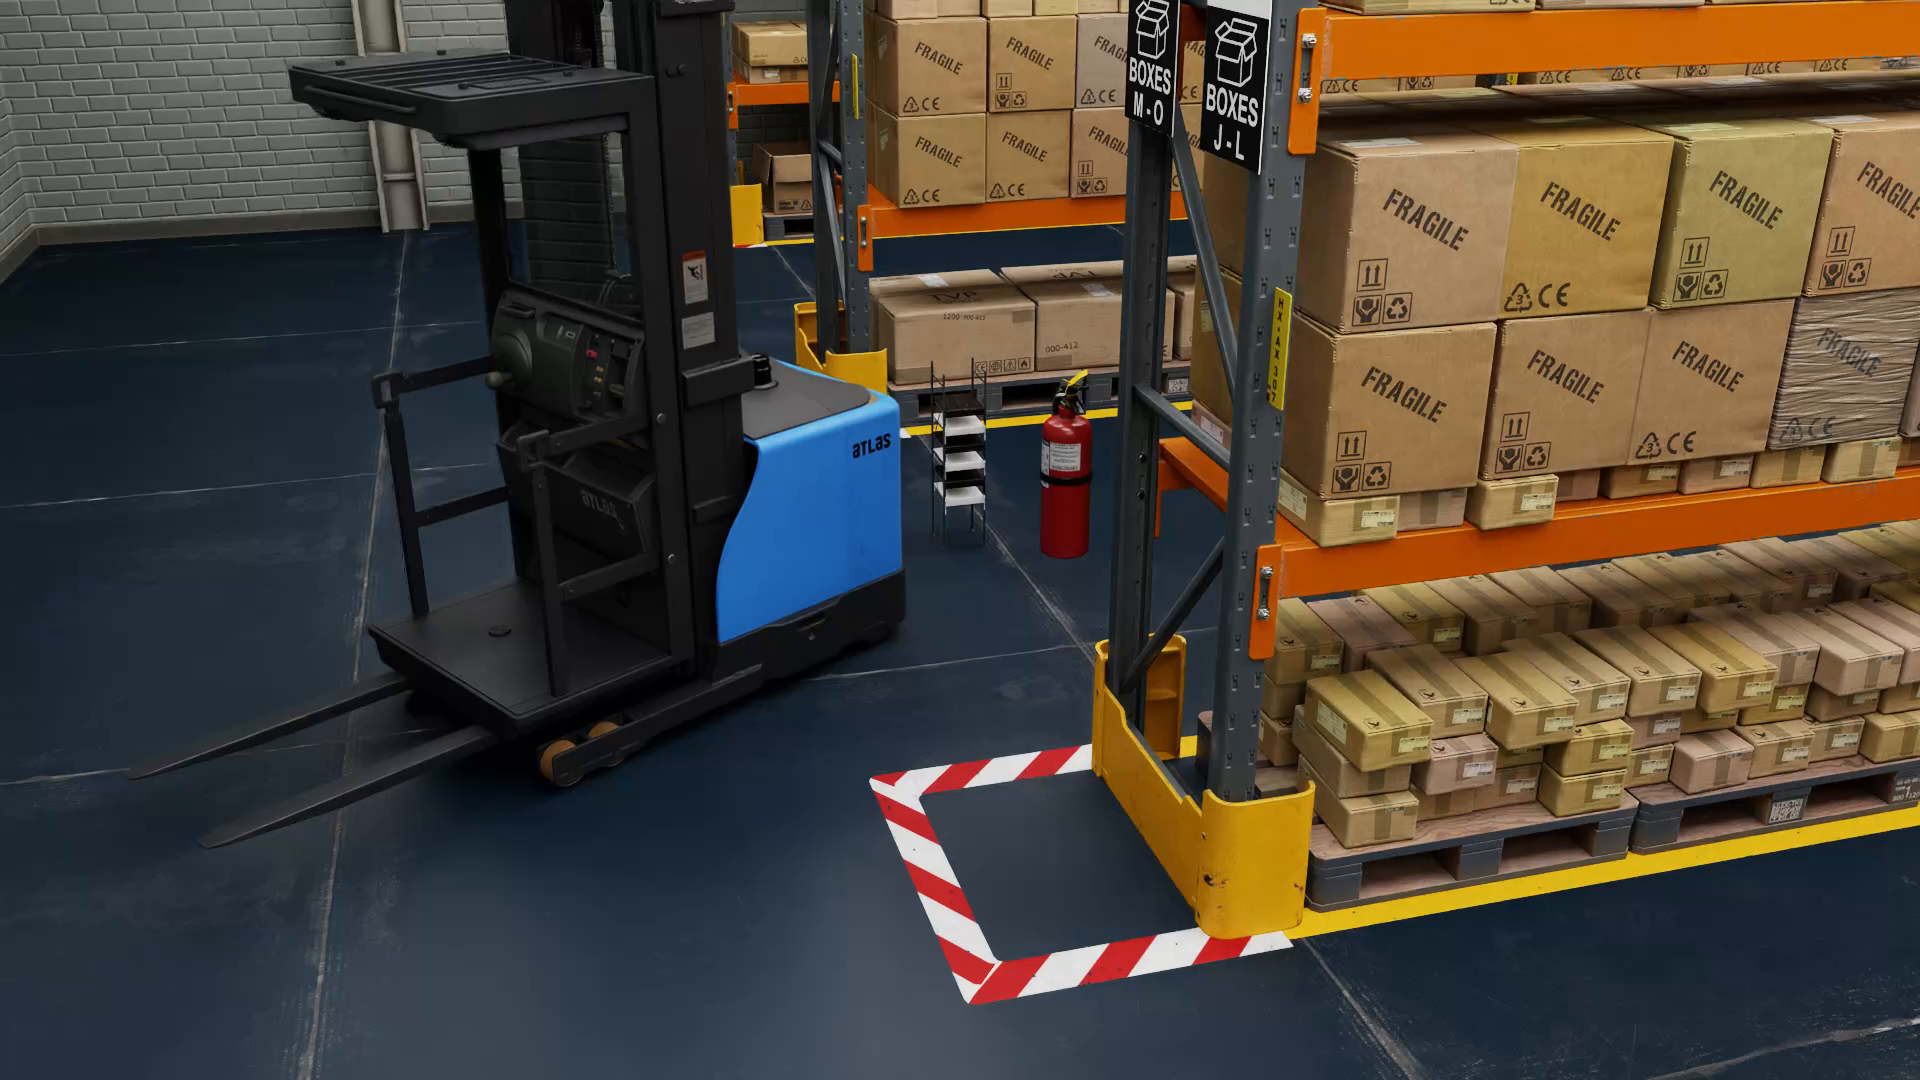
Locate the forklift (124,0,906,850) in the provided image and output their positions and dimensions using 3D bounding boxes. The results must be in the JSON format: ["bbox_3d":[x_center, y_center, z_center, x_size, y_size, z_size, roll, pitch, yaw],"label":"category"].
[{"bbox_3d":[-1.622,-0.667,6.086,1.130,2.935,3.031,21,31,40],"label":"forklift"}]

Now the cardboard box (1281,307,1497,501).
[{"bbox_3d":[1.236,-0.458,5.010,0.500,0.500,0.500,-5,24,-12],"label":"cardboard box"}]

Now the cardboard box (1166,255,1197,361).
[{"bbox_3d":[1.651,-1.521,10.708,0.875,0.438,0.875,-7,24,-16],"label":"cardboard box"}]

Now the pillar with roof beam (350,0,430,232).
[{"bbox_3d":[-3.726,-5.263,9.103,0.400,9.000,9.100,-6,24,-14],"label":"pillar with roof beam"}]

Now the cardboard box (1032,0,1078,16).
[{"bbox_3d":[0.474,-3.012,9.247,0.250,0.149,0.380,-7,24,-16],"label":"cardboard box"}]

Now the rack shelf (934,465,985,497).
[{"bbox_3d":[-0.008,-0.299,8.119,0.200,0.077,0.258,-6,24,-14],"label":"rack shelf"}]

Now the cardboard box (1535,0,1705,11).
[{"bbox_3d":[1.739,-1.648,4.672,0.500,0.250,0.500,-6,24,-13],"label":"cardboard box"}]

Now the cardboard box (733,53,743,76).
[{"bbox_3d":[-1.803,-4.107,14.337,0.250,0.149,0.380,-7,24,-15],"label":"cardboard box"}]

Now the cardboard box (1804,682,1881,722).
[{"bbox_3d":[3.081,0.490,6.011,0.250,0.149,0.380,-7,24,-17],"label":"cardboard box"}]

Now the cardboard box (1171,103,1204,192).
[{"bbox_3d":[1.286,-2.361,9.821,0.500,0.500,0.500,-6,24,-13],"label":"cardboard box"}]

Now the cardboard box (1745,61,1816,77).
[{"bbox_3d":[5.109,-3.245,10.614,0.500,0.500,0.500,-7,24,-15],"label":"cardboard box"}]

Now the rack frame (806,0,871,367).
[{"bbox_3d":[-0.705,-2.201,9.576,0.127,3.000,1.000,-6,24,-14],"label":"rack frame"}]

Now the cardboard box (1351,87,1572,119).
[{"bbox_3d":[1.590,-1.172,5.405,0.500,0.500,0.500,-7,24,-16],"label":"cardboard box"}]

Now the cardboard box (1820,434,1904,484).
[{"bbox_3d":[2.883,-0.330,5.534,0.250,0.149,0.380,-6,24,-13],"label":"cardboard box"}]

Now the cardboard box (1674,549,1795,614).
[{"bbox_3d":[2.929,0.188,6.335,0.250,0.149,0.380,-7,24,-17],"label":"cardboard box"}]

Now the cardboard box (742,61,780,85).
[{"bbox_3d":[-1.659,-3.901,13.856,0.250,0.149,0.380,-6,24,-15],"label":"cardboard box"}]

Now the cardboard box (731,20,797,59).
[{"bbox_3d":[-1.679,-4.303,14.287,0.500,0.250,0.500,-6,24,-13],"label":"cardboard box"}]

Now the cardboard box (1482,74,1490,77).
[{"bbox_3d":[3.508,-3.276,10.685,0.500,0.500,0.500,-6,24,-13],"label":"cardboard box"}]

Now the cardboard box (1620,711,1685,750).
[{"bbox_3d":[2.300,0.571,5.820,0.250,0.149,0.380,-7,24,-17],"label":"cardboard box"}]

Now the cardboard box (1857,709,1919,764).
[{"bbox_3d":[3.298,0.640,6.038,0.250,0.149,0.380,-6,24,-14],"label":"cardboard box"}]

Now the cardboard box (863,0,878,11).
[{"bbox_3d":[-0.414,-3.119,9.498,0.250,0.149,0.380,-6,24,-14],"label":"cardboard box"}]

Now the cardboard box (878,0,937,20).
[{"bbox_3d":[-0.289,-2.938,9.075,0.250,0.149,0.380,-6,24,-13],"label":"cardboard box"}]

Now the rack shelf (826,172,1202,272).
[{"bbox_3d":[1.220,-2.084,10.215,4.000,0.370,1.077,-6,24,-14],"label":"rack shelf"}]

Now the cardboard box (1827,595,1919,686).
[{"bbox_3d":[3.328,0.355,5.947,0.250,0.149,0.380,-8,24,-17],"label":"cardboard box"}]

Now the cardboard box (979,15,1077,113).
[{"bbox_3d":[0.329,-2.707,9.361,0.500,0.500,0.500,-7,24,-16],"label":"cardboard box"}]

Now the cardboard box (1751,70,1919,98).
[{"bbox_3d":[3.092,-1.343,5.803,0.500,0.500,0.500,-6,24,-13],"label":"cardboard box"}]

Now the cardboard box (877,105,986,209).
[{"bbox_3d":[-0.166,-2.189,9.422,0.500,0.500,0.500,-7,24,-15],"label":"cardboard box"}]

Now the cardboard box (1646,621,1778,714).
[{"bbox_3d":[2.587,0.436,5.757,0.250,0.149,0.380,-6,24,-14],"label":"cardboard box"}]

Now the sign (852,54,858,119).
[{"bbox_3d":[-0.561,-2.424,8.897,0.005,0.325,0.100,-6,24,-14],"label":"sign"}]

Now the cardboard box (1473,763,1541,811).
[{"bbox_3d":[1.787,0.762,5.753,0.250,0.149,0.380,-6,24,-14],"label":"cardboard box"}]

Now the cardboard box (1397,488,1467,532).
[{"bbox_3d":[1.363,-0.170,5.161,0.250,0.149,0.380,-5,24,-12],"label":"cardboard box"}]

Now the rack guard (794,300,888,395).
[{"bbox_3d":[-0.729,-1.050,10.063,0.348,0.500,1.175,-6,24,-14],"label":"rack guard"}]

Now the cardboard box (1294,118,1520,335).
[{"bbox_3d":[1.233,-0.922,4.823,0.500,0.500,0.500,-6,24,-15],"label":"cardboard box"}]

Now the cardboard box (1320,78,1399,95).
[{"bbox_3d":[2.275,-2.927,9.872,0.500,0.500,0.500,-7,24,-15],"label":"cardboard box"}]

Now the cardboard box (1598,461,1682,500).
[{"bbox_3d":[2.117,-0.278,5.412,0.250,0.149,0.380,-7,24,-15],"label":"cardboard box"}]

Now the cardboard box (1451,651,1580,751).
[{"bbox_3d":[1.835,0.531,5.537,0.250,0.149,0.380,-6,24,-15],"label":"cardboard box"}]

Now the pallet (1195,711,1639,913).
[{"bbox_3d":[1.594,0.867,5.961,1.213,0.211,1.003,-6,24,-14],"label":"pallet"}]

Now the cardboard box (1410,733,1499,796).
[{"bbox_3d":[1.582,0.682,5.563,0.250,0.149,0.380,-6,24,-15],"label":"cardboard box"}]

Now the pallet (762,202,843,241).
[{"bbox_3d":[-1.209,-2.897,14.735,1.213,0.211,1.003,-6,24,-14],"label":"pallet"}]

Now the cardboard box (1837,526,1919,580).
[{"bbox_3d":[3.681,0.095,6.552,0.250,0.149,0.380,-7,24,-15],"label":"cardboard box"}]

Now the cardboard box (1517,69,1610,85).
[{"bbox_3d":[3.647,-3.071,10.207,0.500,0.500,0.500,-6,24,-14],"label":"cardboard box"}]

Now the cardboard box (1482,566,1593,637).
[{"bbox_3d":[2.153,0.224,6.252,0.250,0.149,0.380,-5,24,-12],"label":"cardboard box"}]

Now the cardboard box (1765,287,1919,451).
[{"bbox_3d":[2.709,-0.629,5.408,0.500,0.500,0.500,-7,24,-16],"label":"cardboard box"}]

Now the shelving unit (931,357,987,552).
[{"bbox_3d":[-0.008,-0.413,8.071,0.210,0.900,0.258,-6,24,-14],"label":"shelving unit"}]

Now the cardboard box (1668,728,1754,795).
[{"bbox_3d":[2.546,0.720,5.852,0.250,0.149,0.380,-8,24,-17],"label":"cardboard box"}]

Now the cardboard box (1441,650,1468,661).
[{"bbox_3d":[1.660,0.427,6.156,0.250,0.149,0.380,-7,24,-17],"label":"cardboard box"}]

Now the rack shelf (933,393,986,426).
[{"bbox_3d":[-0.008,-0.630,7.977,0.200,0.077,0.258,-6,24,-14],"label":"rack shelf"}]

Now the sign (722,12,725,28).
[{"bbox_3d":[-1.903,-4.277,13.317,0.005,0.325,0.100,-6,24,-14],"label":"sign"}]

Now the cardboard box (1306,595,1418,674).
[{"bbox_3d":[1.428,0.353,5.951,0.250,0.149,0.380,-6,24,-13],"label":"cardboard box"}]

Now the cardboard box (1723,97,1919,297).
[{"bbox_3d":[2.714,-1.081,5.192,0.500,0.500,0.500,-7,24,-16],"label":"cardboard box"}]
